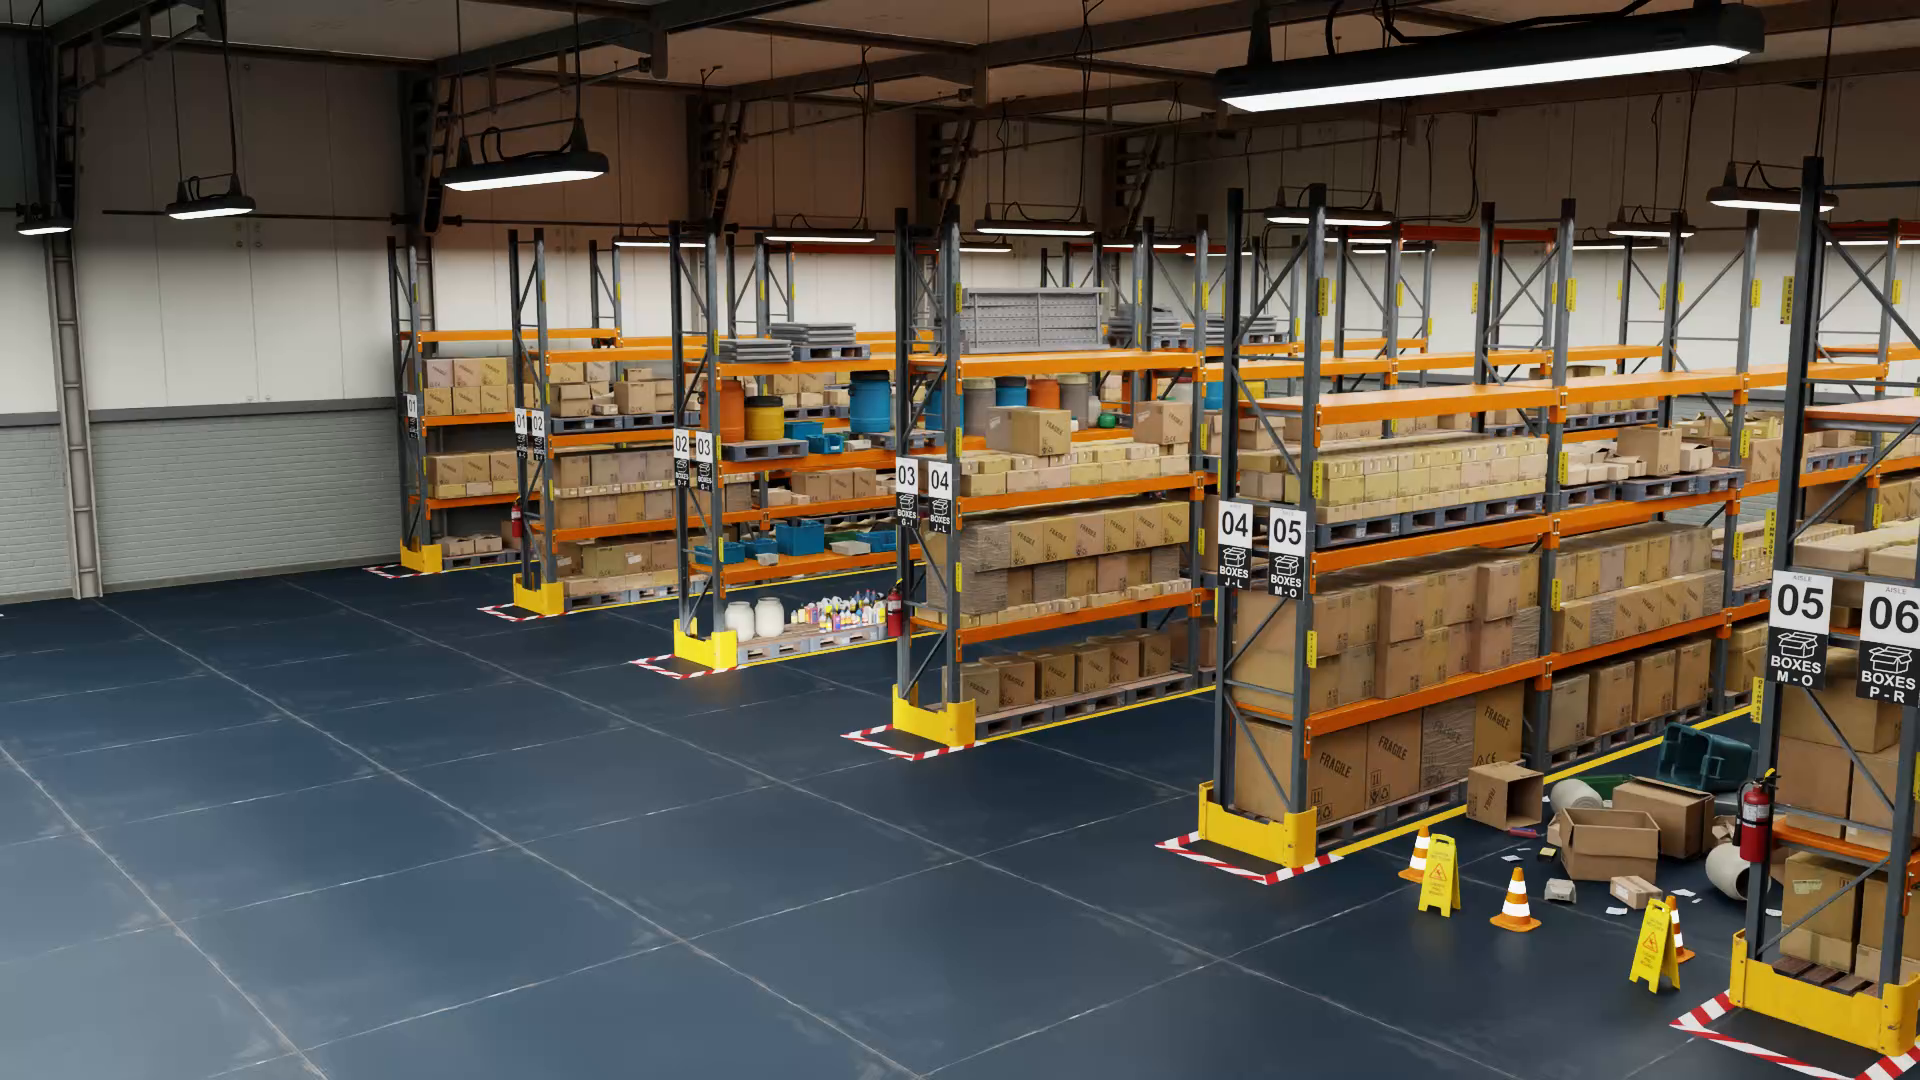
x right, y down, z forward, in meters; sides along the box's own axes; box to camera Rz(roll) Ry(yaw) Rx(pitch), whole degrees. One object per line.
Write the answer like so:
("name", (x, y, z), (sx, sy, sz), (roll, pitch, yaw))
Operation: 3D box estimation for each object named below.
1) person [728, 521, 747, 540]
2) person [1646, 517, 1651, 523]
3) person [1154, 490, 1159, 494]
("person", (-4.328, -0.607, 32.337), (0.419, 1.704, 0.503), (7, 11, 39))
("person", (10.873, 0.392, 26.084), (0.823, 1.556, 0.493), (-7, 11, -40))
("person", (4.866, -1.686, 39.334), (0.884, 1.743, 0.649), (-9, 12, -44))
